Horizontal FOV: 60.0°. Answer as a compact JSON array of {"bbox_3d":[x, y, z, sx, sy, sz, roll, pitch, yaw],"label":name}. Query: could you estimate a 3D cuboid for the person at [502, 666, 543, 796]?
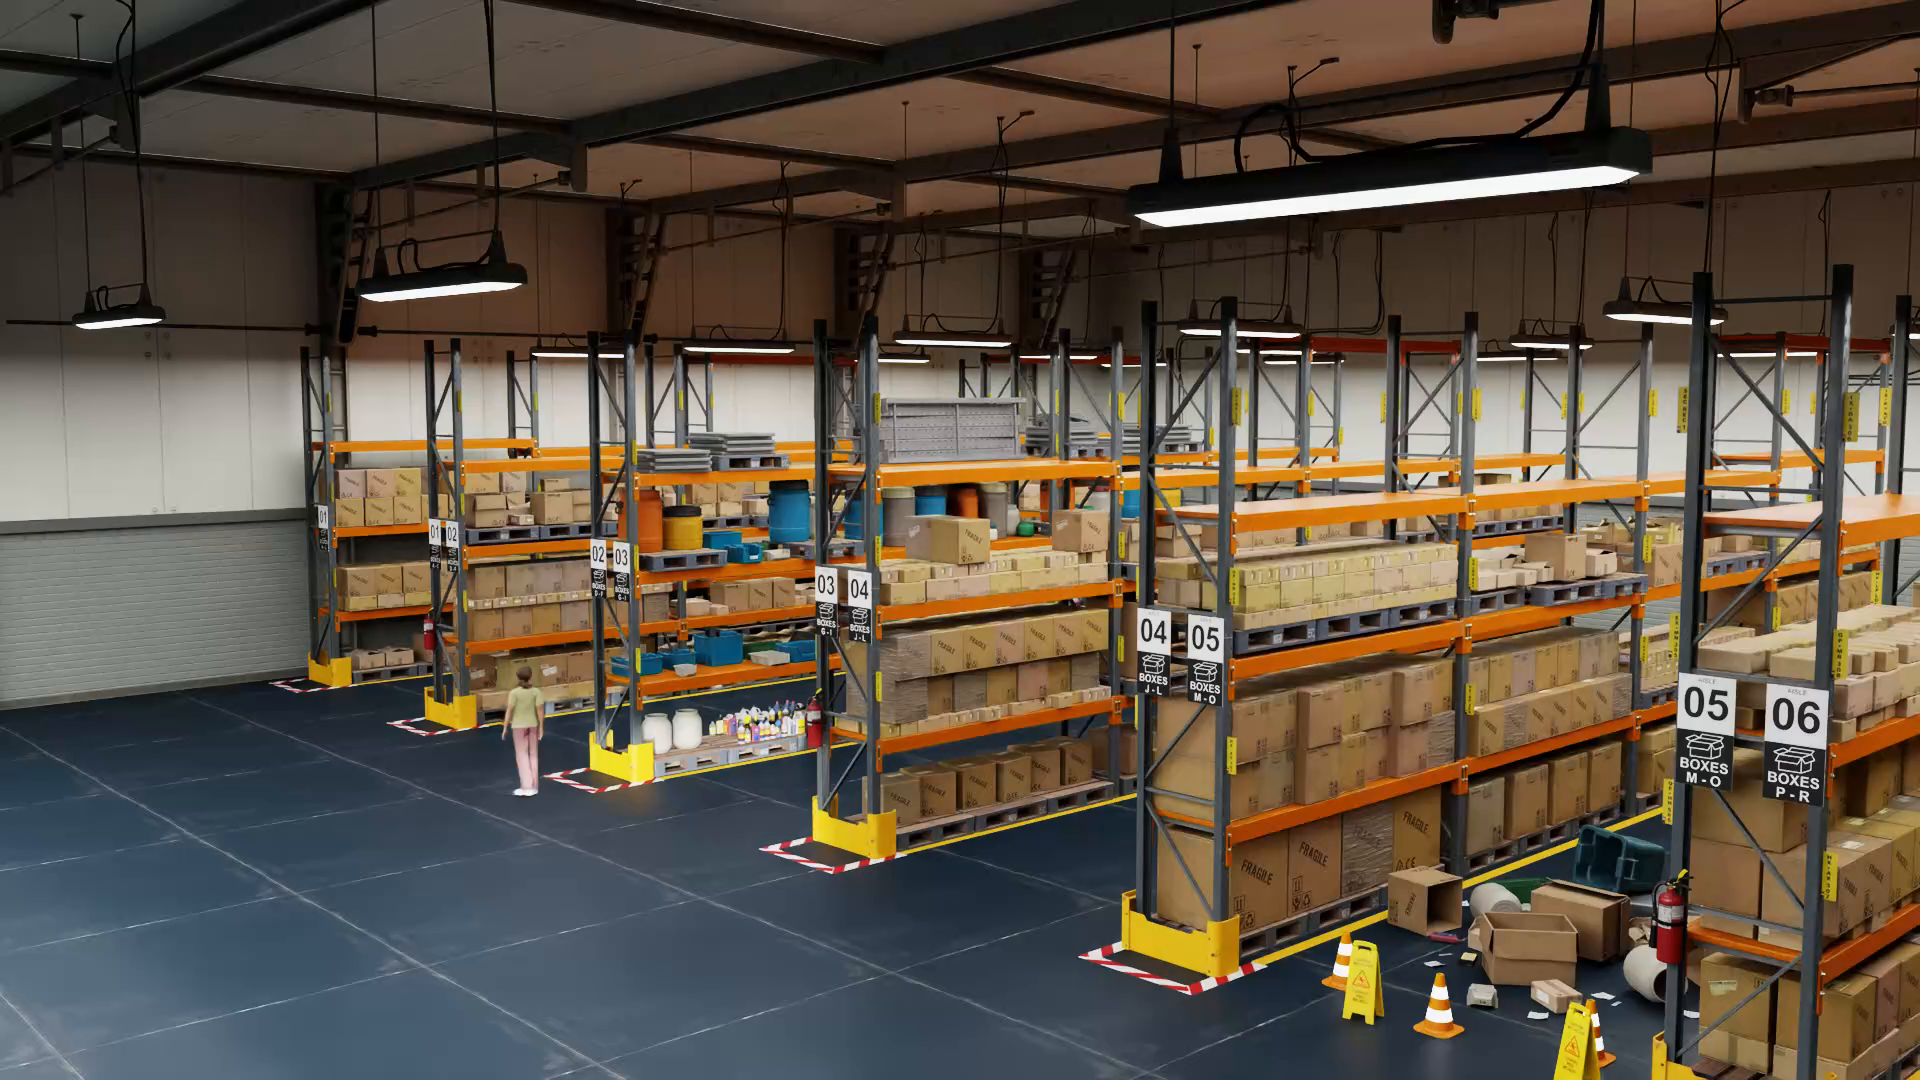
[{"bbox_3d":[-5.602,2.459,21.356,0.499,1.690,0.380,-4,7,-39],"label":"person"}]
